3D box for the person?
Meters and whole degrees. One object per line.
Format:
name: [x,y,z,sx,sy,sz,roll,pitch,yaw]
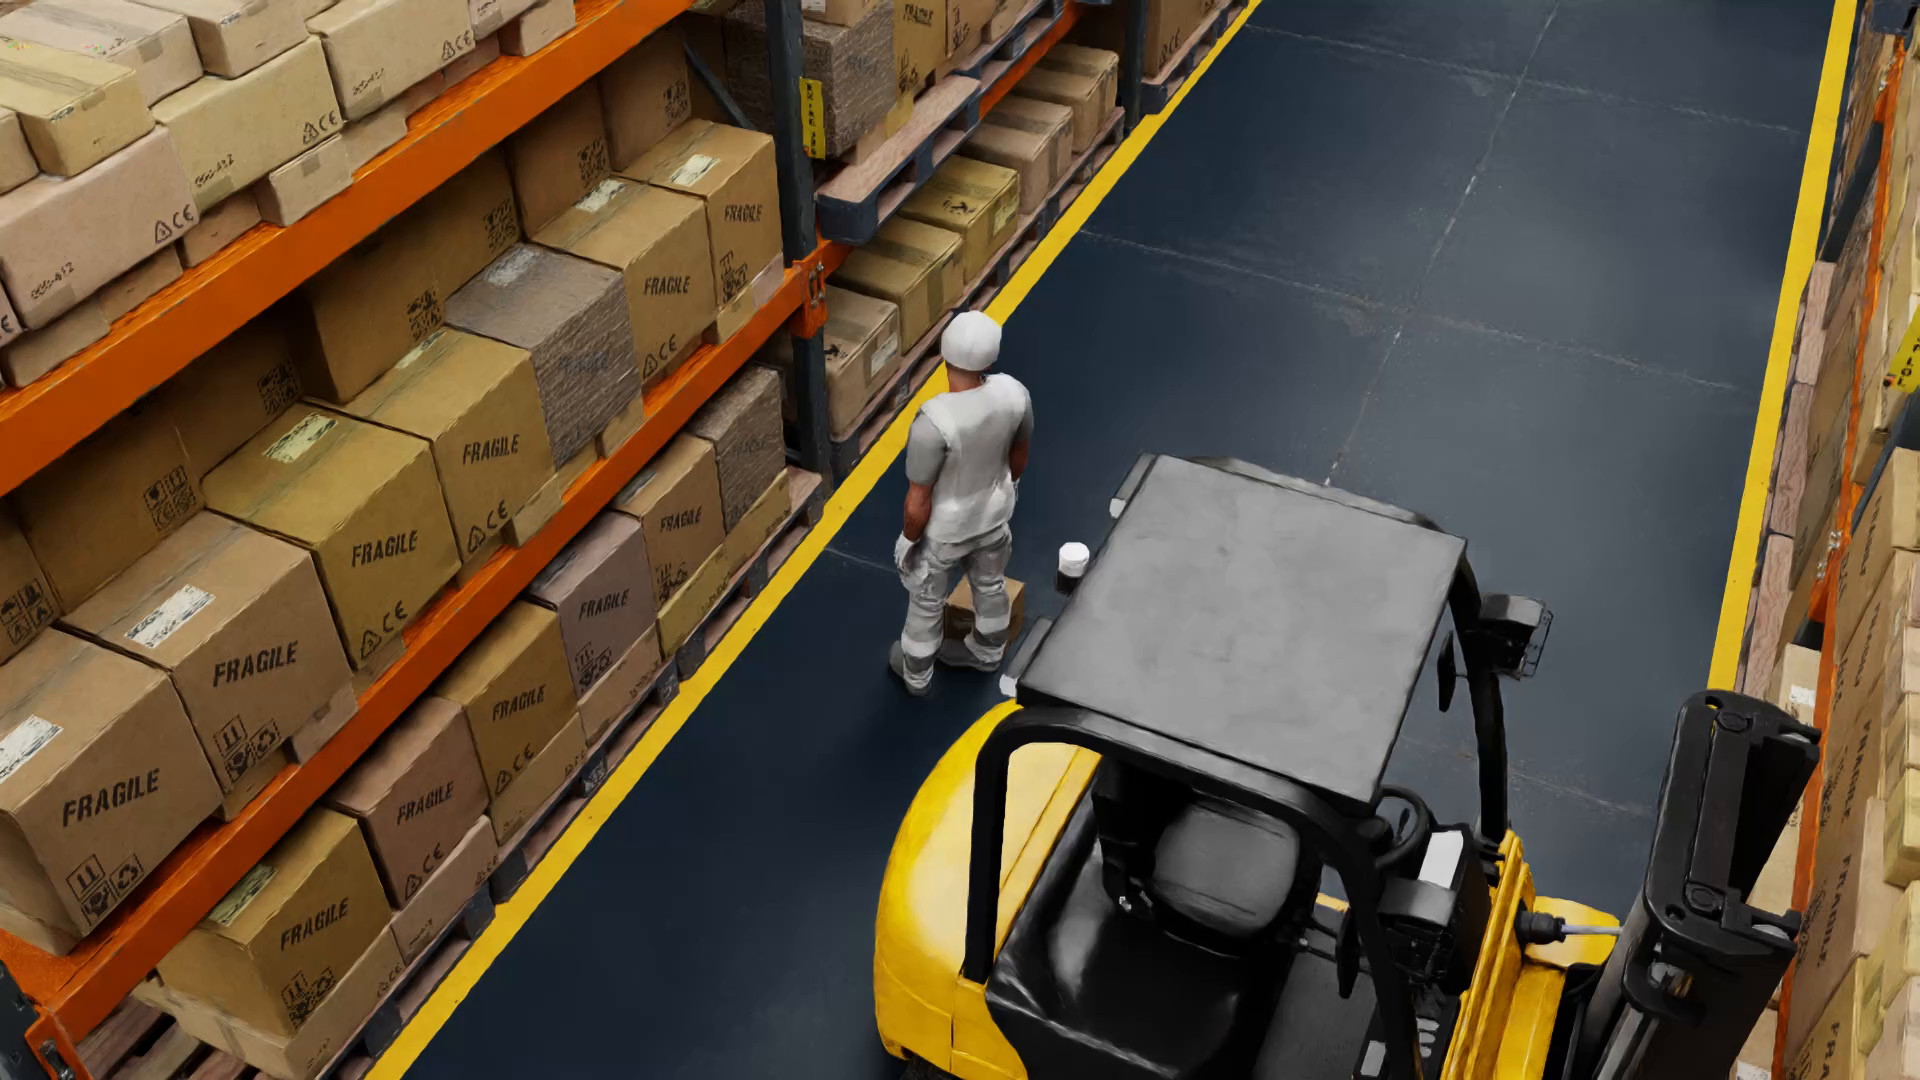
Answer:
person: [-0.034,-0.129,6.262,0.594,1.790,0.476,-23,46,-23]
